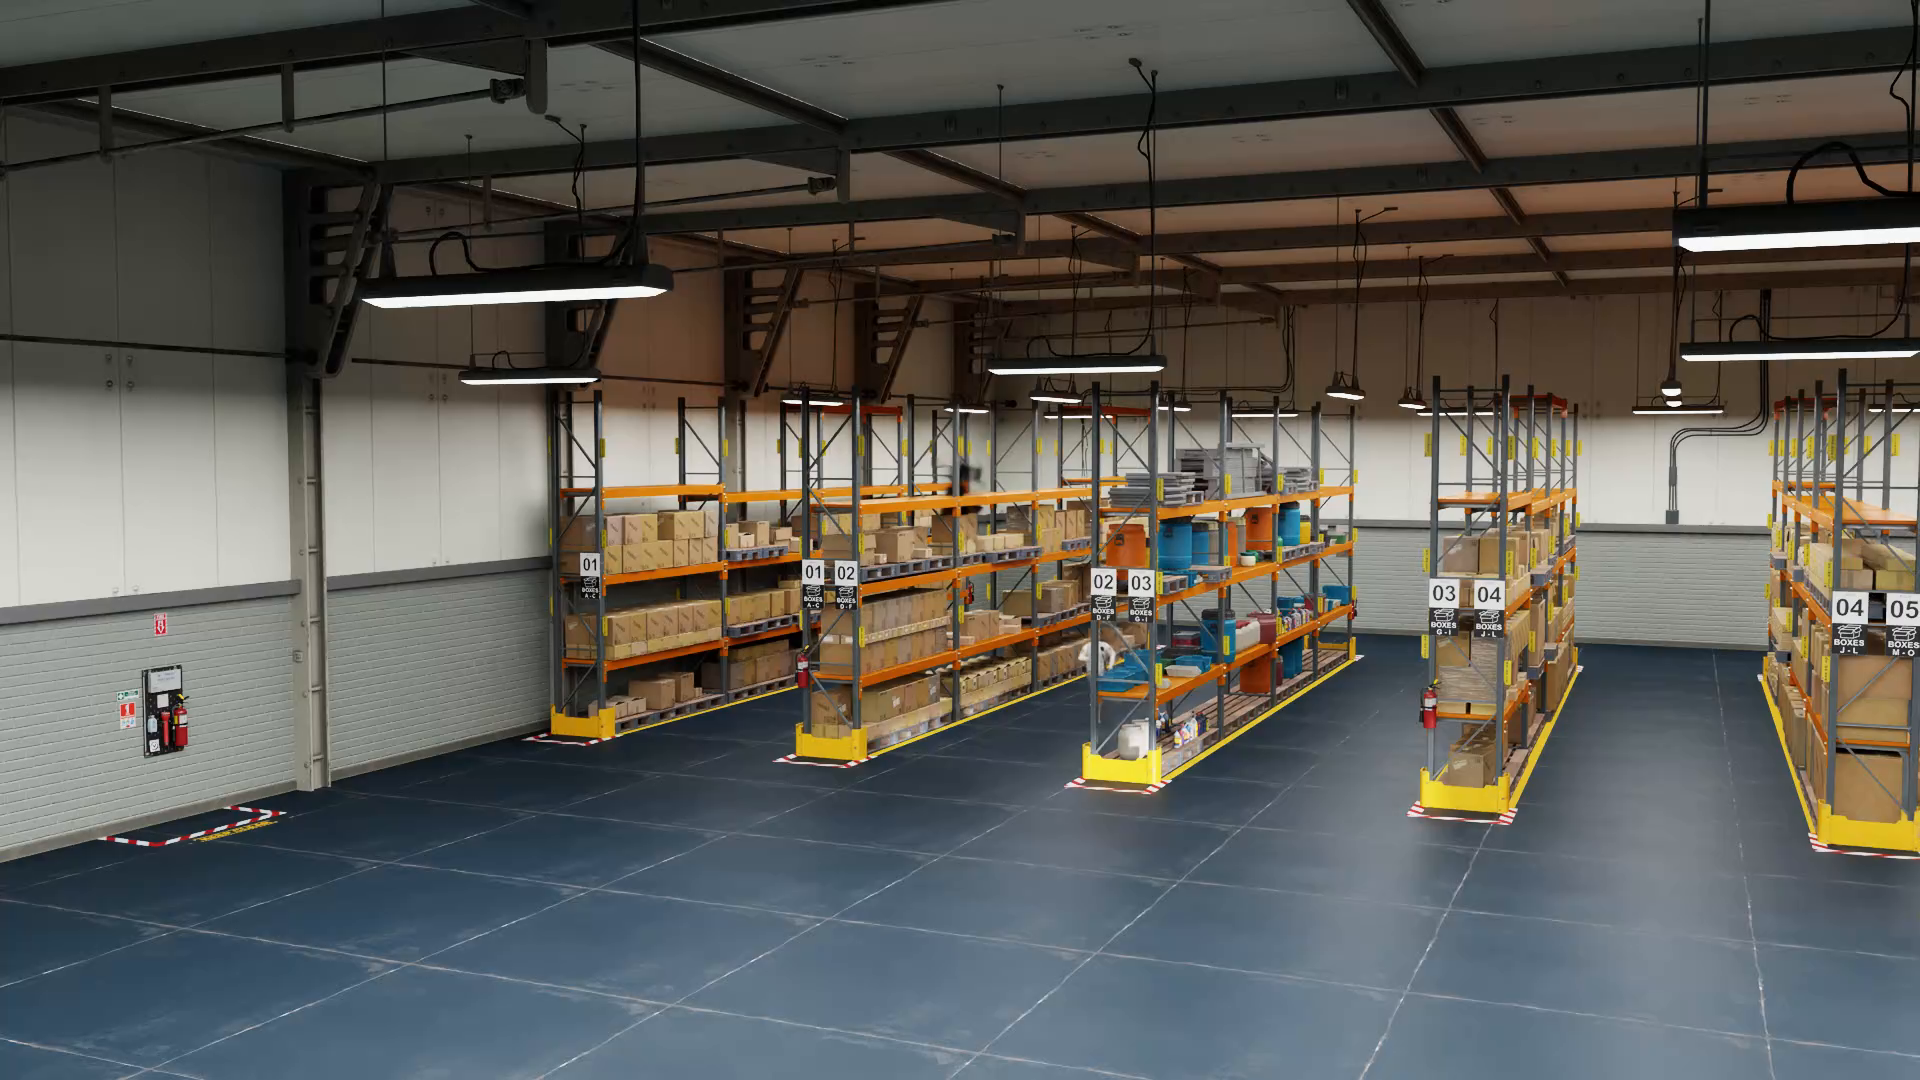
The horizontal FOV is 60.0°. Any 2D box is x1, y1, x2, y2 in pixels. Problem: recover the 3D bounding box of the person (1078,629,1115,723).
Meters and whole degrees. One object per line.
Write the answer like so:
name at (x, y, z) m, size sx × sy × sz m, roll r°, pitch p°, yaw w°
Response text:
person at (2.497, 2.450, 30.464) m, size 0.629 × 1.722 × 0.866 m, roll 1°, pitch 3°, yaw 16°
